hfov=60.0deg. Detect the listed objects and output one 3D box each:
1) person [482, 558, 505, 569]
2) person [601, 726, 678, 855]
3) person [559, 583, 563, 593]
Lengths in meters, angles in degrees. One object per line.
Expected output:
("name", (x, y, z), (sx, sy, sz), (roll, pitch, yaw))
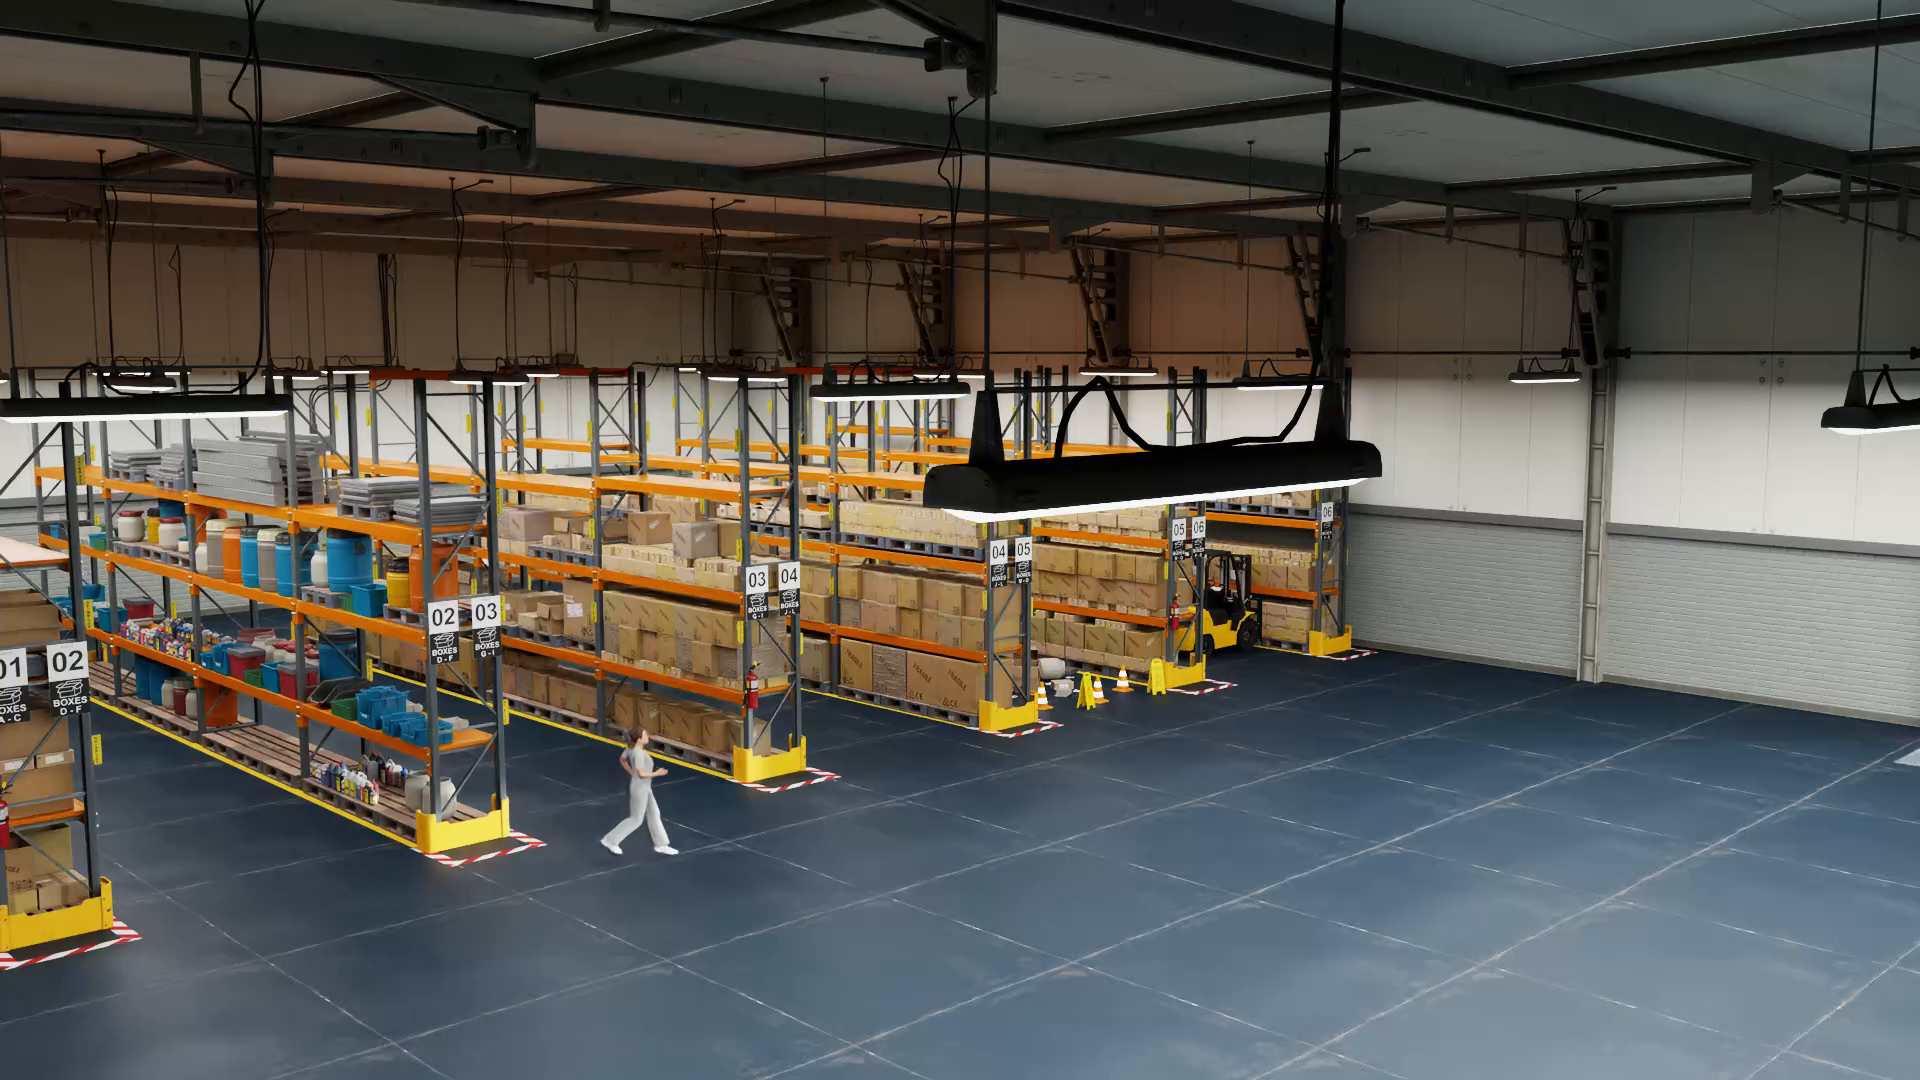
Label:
("person", (-11.339, 0.946, 40.044), (0.682, 1.716, 0.701), (2, 7, 14))
("person", (-4.012, 3.153, 20.758), (0.956, 1.683, 0.566), (-2, 7, -15))
("person", (-9.672, 0.894, 40.833), (0.669, 1.801, 0.720), (6, 9, 41))
